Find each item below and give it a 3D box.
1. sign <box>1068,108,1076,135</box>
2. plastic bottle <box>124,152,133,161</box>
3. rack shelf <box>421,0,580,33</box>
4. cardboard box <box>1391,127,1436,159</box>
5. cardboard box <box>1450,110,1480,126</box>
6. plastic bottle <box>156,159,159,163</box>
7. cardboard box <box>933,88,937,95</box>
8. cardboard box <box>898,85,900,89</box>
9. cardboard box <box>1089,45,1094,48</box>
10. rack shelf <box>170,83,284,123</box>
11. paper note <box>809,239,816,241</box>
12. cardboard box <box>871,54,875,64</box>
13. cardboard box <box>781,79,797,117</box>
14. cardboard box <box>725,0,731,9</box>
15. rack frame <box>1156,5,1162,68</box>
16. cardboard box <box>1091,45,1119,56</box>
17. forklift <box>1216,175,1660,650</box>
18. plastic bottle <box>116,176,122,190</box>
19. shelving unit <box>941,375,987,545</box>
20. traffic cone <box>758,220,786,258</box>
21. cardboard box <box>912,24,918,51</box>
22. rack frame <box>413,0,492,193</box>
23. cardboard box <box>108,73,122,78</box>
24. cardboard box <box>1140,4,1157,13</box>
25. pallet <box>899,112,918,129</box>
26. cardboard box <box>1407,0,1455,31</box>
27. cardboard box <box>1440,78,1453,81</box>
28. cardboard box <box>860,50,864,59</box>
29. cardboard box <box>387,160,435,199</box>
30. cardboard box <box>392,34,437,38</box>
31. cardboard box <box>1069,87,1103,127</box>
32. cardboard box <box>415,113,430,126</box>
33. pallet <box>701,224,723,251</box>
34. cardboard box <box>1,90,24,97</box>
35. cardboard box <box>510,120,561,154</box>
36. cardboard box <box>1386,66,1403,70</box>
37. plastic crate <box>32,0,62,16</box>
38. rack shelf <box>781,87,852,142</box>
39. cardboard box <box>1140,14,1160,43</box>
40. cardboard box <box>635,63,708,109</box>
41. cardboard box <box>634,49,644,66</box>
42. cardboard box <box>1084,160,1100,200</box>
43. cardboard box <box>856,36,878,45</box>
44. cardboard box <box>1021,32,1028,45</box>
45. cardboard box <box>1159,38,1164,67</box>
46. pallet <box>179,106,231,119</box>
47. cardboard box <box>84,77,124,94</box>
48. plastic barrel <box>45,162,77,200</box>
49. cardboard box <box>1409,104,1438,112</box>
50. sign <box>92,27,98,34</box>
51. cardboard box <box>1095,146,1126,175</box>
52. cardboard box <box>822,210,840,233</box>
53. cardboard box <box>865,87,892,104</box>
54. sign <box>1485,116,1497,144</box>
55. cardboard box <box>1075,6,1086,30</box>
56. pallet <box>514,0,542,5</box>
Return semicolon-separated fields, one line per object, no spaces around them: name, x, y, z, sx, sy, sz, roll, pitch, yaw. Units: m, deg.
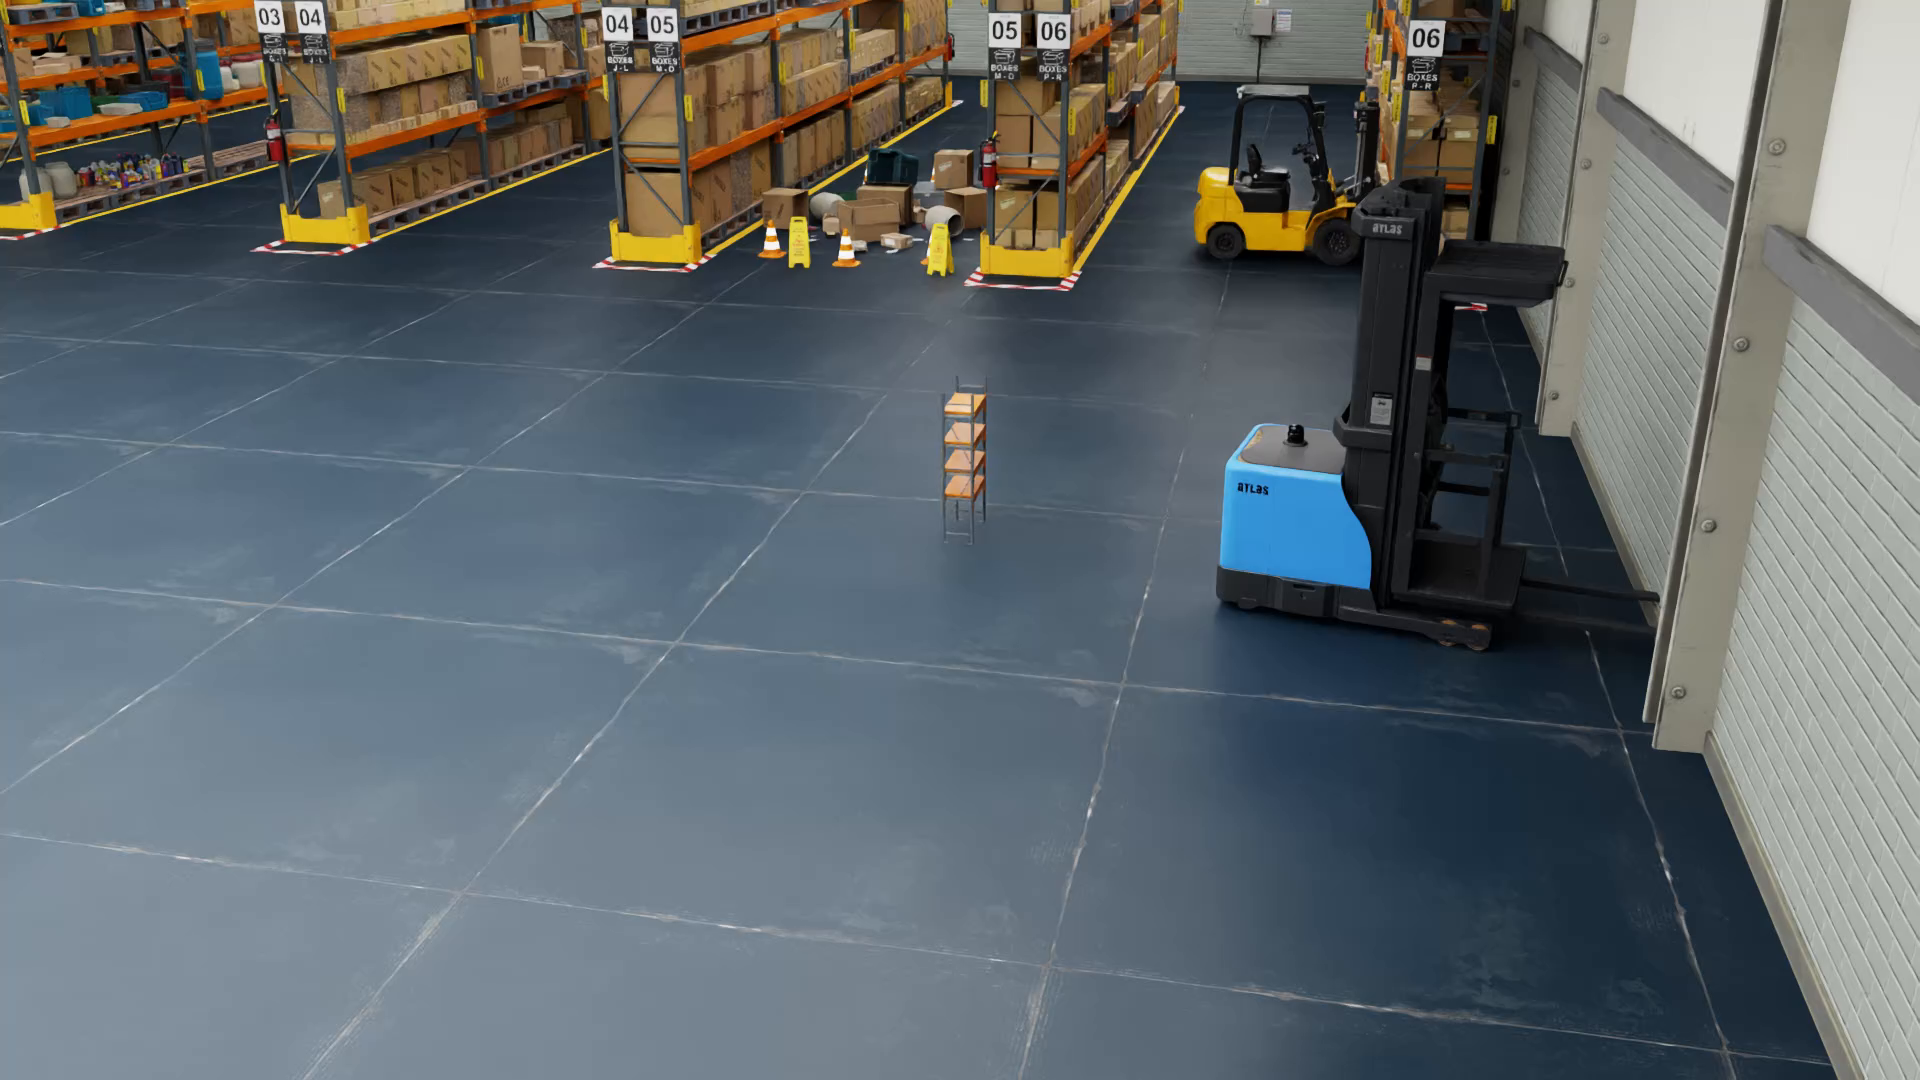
sign;1.373;-5.162;20.496;0.100;0.325;0.005;4;22;11
plastic bottle;-13.464;-6.109;26.965;0.144;0.351;0.185;5;22;12
rack shelf;-7.636;-8.809;27.659;1.077;0.370;4.000;4;22;11
cardboard box;5.660;-4.860;20.772;0.500;0.500;0.500;5;23;13
cardboard box;6.095;-5.109;20.123;0.380;0.149;0.250;5;23;13
plastic bottle;-12.931;-6.013;26.824;0.152;0.276;0.135;4;22;11
cardboard box;-0.693;-9.599;35.528;0.380;0.149;0.250;4;22;9
cardboard box;-1.407;-9.394;34.621;0.380;0.149;0.250;5;22;11
cardboard box;2.056;-7.768;27.033;0.500;0.500;0.500;6;23;14
rack shelf;-12.484;-7.795;29.157;1.077;0.370;4.000;4;22;11
paper note;-2.052;-4.193;23.226;0.144;0.017;0.142;13;25;29
cardboard box;-1.781;-8.874;30.648;0.380;0.149;0.250;4;22;9
cardboard box;-2.838;-6.823;25.646;0.500;0.500;0.500;5;22;12
cardboard box;-3.332;-7.314;22.623;0.380;0.149;0.250;5;22;11
rack frame;3.290;-9.190;31.658;1.000;3.000;0.127;4;22;11
cardboard box;2.221;-7.495;25.485;0.380;0.149;0.250;6;23;14
forklift;3.367;-0.853;11.048;3.031;2.935;1.130;9;23;20
plastic bottle;-13.013;-5.518;25.696;0.097;0.201;0.097;0;22;0
shelving unit;0.034;-0.617;12.780;0.258;1.200;0.503;4;22;11
traffic cone;-2.527;-4.051;22.293;0.336;0.463;0.334;4;22;11
cardboard box;-1.135;-10.058;33.281;0.500;0.500;0.500;4;22;11
rack frame;-8.044;-7.020;26.269;1.000;3.000;0.127;4;22;11
cardboard box;-20.290;-11.130;39.258;0.700;0.500;0.500;4;22;11
cardboard box;3.609;-10.097;31.569;0.380;0.149;0.250;4;22;10
pallet;-1.474;-8.485;33.640;1.003;0.211;1.213;4;22;11
cardboard box;5.553;-6.284;19.596;0.500;0.500;0.500;5;23;13
cardboard box;7.065;-6.716;24.513;0.380;0.149;0.250;4;22;11
cardboard box;-1.942;-8.735;29.903;0.380;0.149;0.250;5;22;11
cardboard box;-8.324;-5.469;25.201;0.500;0.500;0.500;2;22;6
cardboard box;-8.385;-7.523;25.647;0.500;0.500;0.500;4;22;11
cardboard box;1.712;-6.079;23.399;0.500;0.500;0.500;5;23;13
cardboard box;-8.120;-6.255;24.706;0.380;0.149;0.250;4;22;11
pallet;-3.938;-4.147;22.868;1.003;0.211;1.213;4;22;11
cardboard box;-20.964;-10.029;36.054;0.750;0.750;0.750;5;22;12
cardboard box;-7.445;-7.077;29.168;0.700;0.500;0.500;3;22;6
cardboard box;6.859;-7.313;25.995;0.380;0.149;0.250;5;22;12
plastic crate;-13.614;-8.039;24.805;0.392;0.384;0.575;4;22;11
rack shelf;-2.801;-7.003;27.189;1.077;0.370;4.000;4;22;11
cardboard box;3.445;-9.518;30.999;0.500;0.500;0.500;5;23;13
cardboard box;-3.889;-6.053;22.223;0.875;0.550;0.550;4;22;11
cardboard box;-6.447;-9.428;32.115;0.500;0.500;0.500;4;22;10
cardboard box;1.698;-5.109;23.638;0.500;0.500;0.500;5;22;12
cardboard box;-1.734;-9.247;30.775;0.380;0.149;0.250;3;22;9
cardboard box;0.640;-6.228;20.624;0.380;0.149;0.250;5;22;11
cardboard box;3.642;-9.388;32.016;0.500;0.500;0.500;5;23;13
pallet;-16.238;-9.108;35.187;1.003;0.211;1.213;4;22;11
cardboard box;-16.956;-9.013;32.970;0.500;0.250;0.500;5;23;13
plastic barrel;-13.547;-5.405;25.028;0.421;0.512;0.421;0;22;0
cardboard box;5.739;-5.333;20.679;0.380;0.149;0.250;5;22;11
sign;-16.381;-9.735;31.461;0.100;0.325;0.005;4;22;11
cardboard box;2.206;-6.227;27.255;0.950;0.372;0.625;4;22;10
cardboard box;-1.757;-4.568;23.839;0.396;0.266;0.258;8;23;20
cardboard box;-1.599;-8.435;31.563;0.500;0.250;0.500;6;23;13
sign;6.244;-4.818;19.538;0.100;0.325;0.005;4;22;11
cardboard box;1.317;-6.608;21.034;0.500;0.250;0.500;4;22;10
pallet;-7.605;-8.921;27.226;1.213;0.211;1.003;4;22;11
